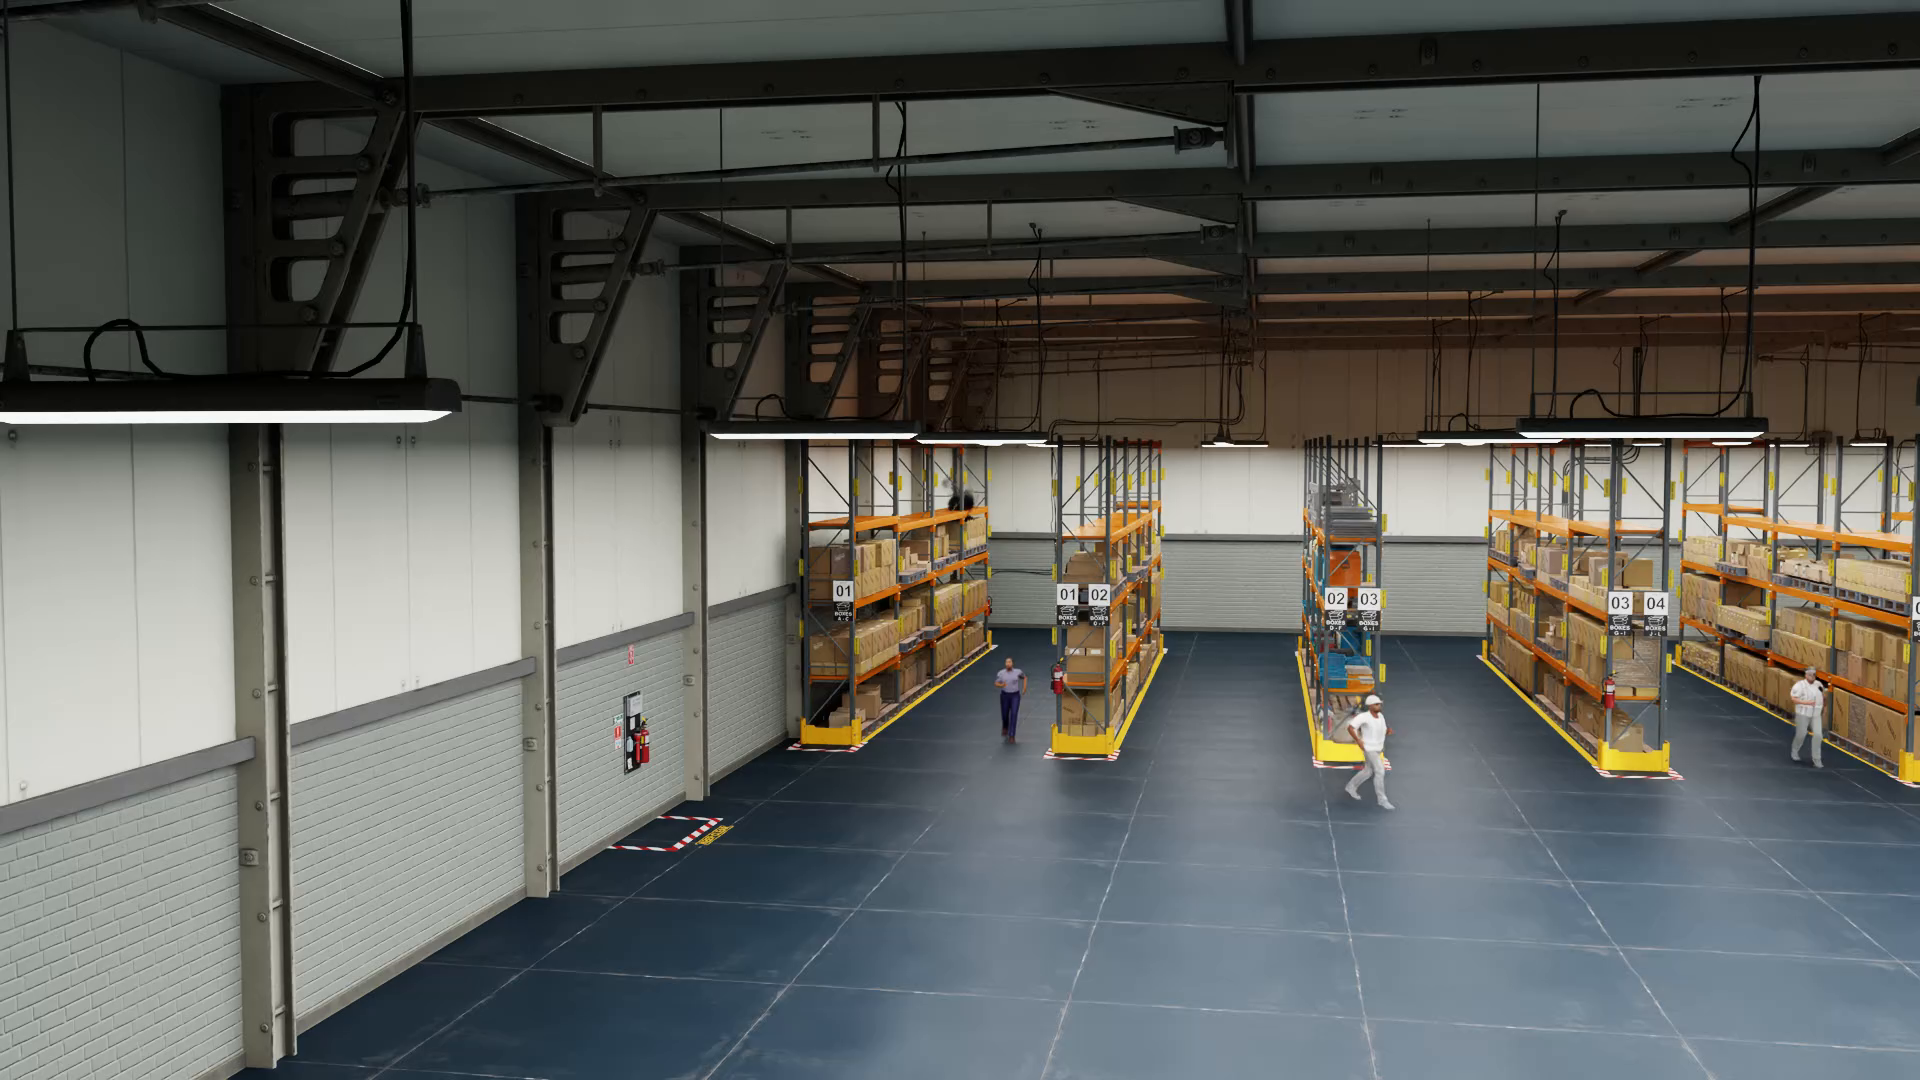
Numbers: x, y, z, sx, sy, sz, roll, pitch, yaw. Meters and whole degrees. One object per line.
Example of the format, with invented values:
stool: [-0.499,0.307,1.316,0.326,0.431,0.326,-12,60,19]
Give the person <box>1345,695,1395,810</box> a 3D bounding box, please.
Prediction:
person: [6.628,3.385,26.767,0.909,1.793,0.676,3,4,41]

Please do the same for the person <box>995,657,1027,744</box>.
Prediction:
person: [0.983,3.127,32.772,0.611,1.625,0.992,0,3,9]

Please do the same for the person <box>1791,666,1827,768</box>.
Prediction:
person: [15.459,3.207,30.307,0.678,1.844,0.805,0,3,4]

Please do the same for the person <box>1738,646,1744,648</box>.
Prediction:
person: [21.048,2.493,44.753,0.639,1.620,0.502,-2,4,-29]
